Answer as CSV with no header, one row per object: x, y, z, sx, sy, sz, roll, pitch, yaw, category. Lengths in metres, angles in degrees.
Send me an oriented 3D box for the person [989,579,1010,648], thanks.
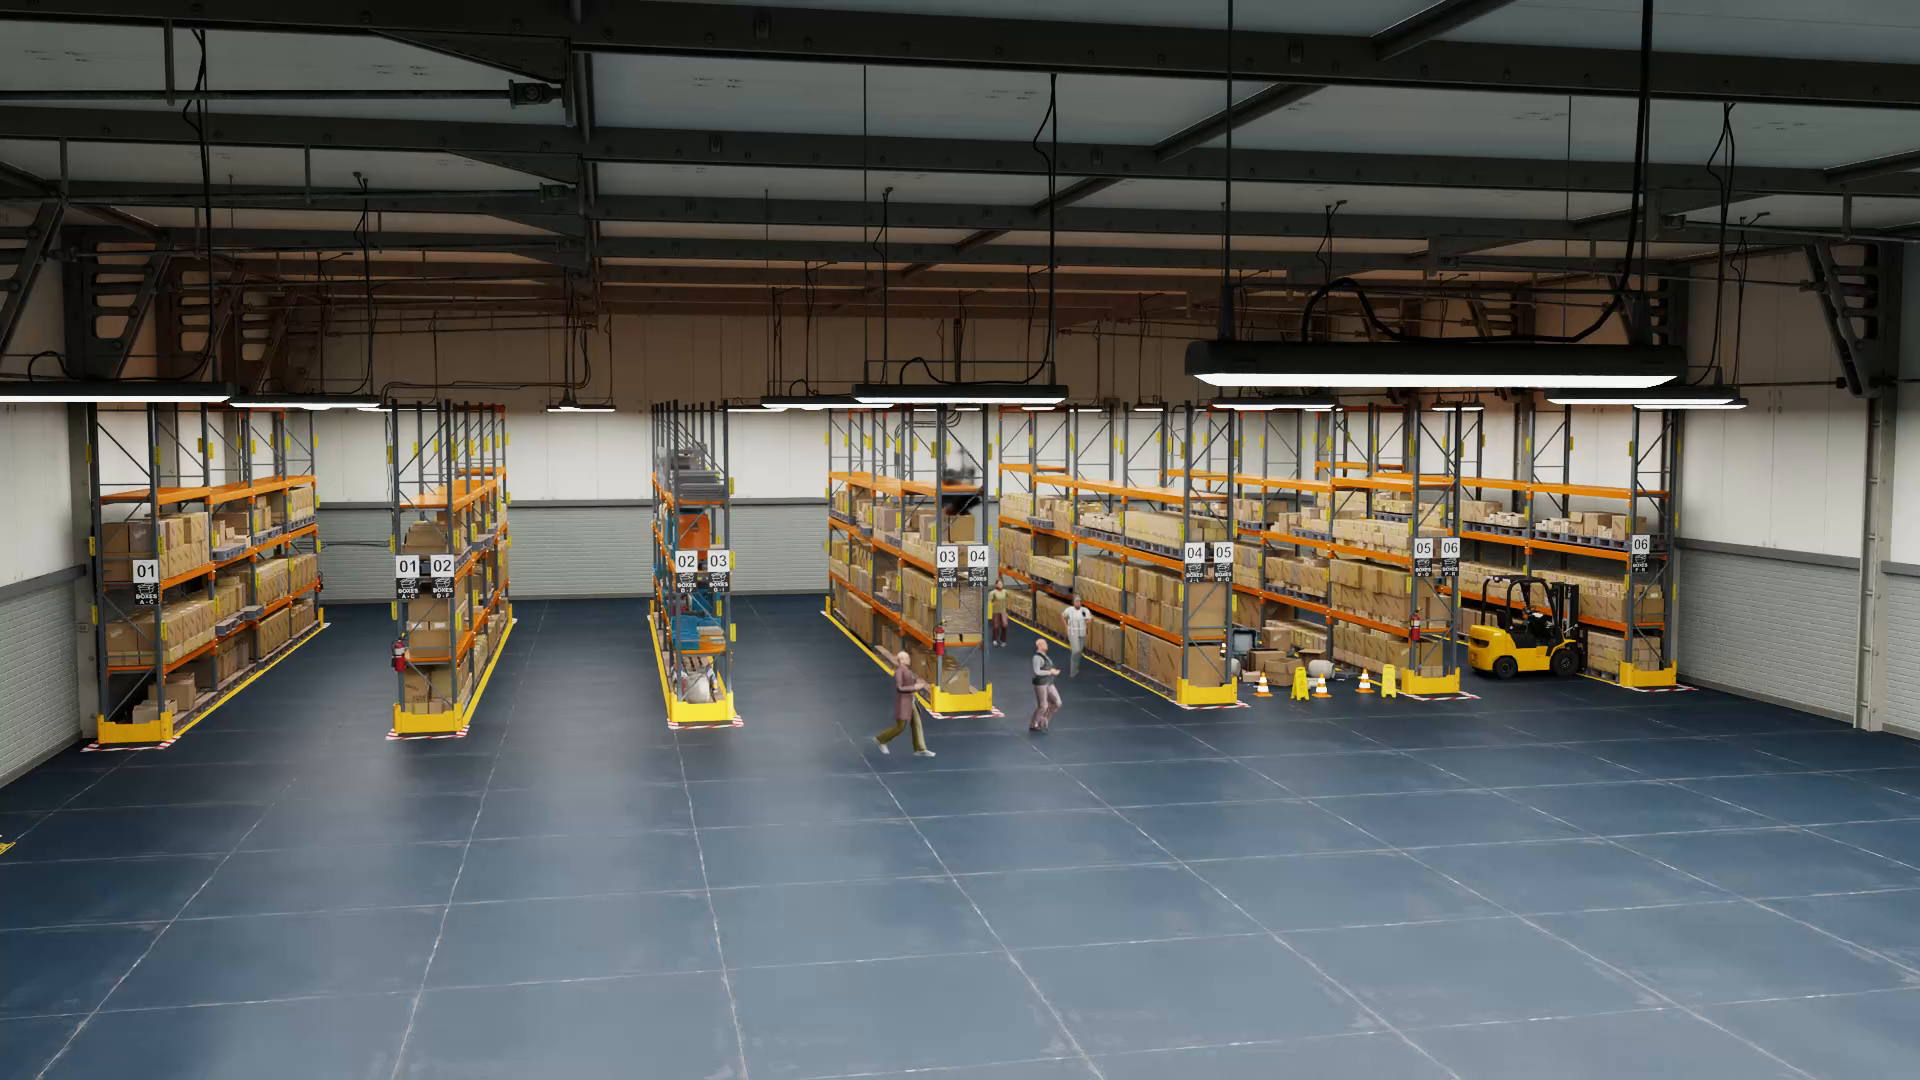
0.980,1.819,40.998,0.592,1.719,0.698,-1,4,-14,person

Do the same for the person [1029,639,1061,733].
1.544,2.626,29.824,0.651,1.721,0.641,2,5,28,person

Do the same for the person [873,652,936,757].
-0.926,2.736,27.690,1.053,1.740,0.711,1,4,16,person

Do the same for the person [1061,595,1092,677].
2.590,2.114,36.477,0.624,1.859,0.777,-1,4,-12,person

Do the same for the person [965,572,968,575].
0.383,1.411,46.121,0.580,1.743,0.892,0,4,-3,person
